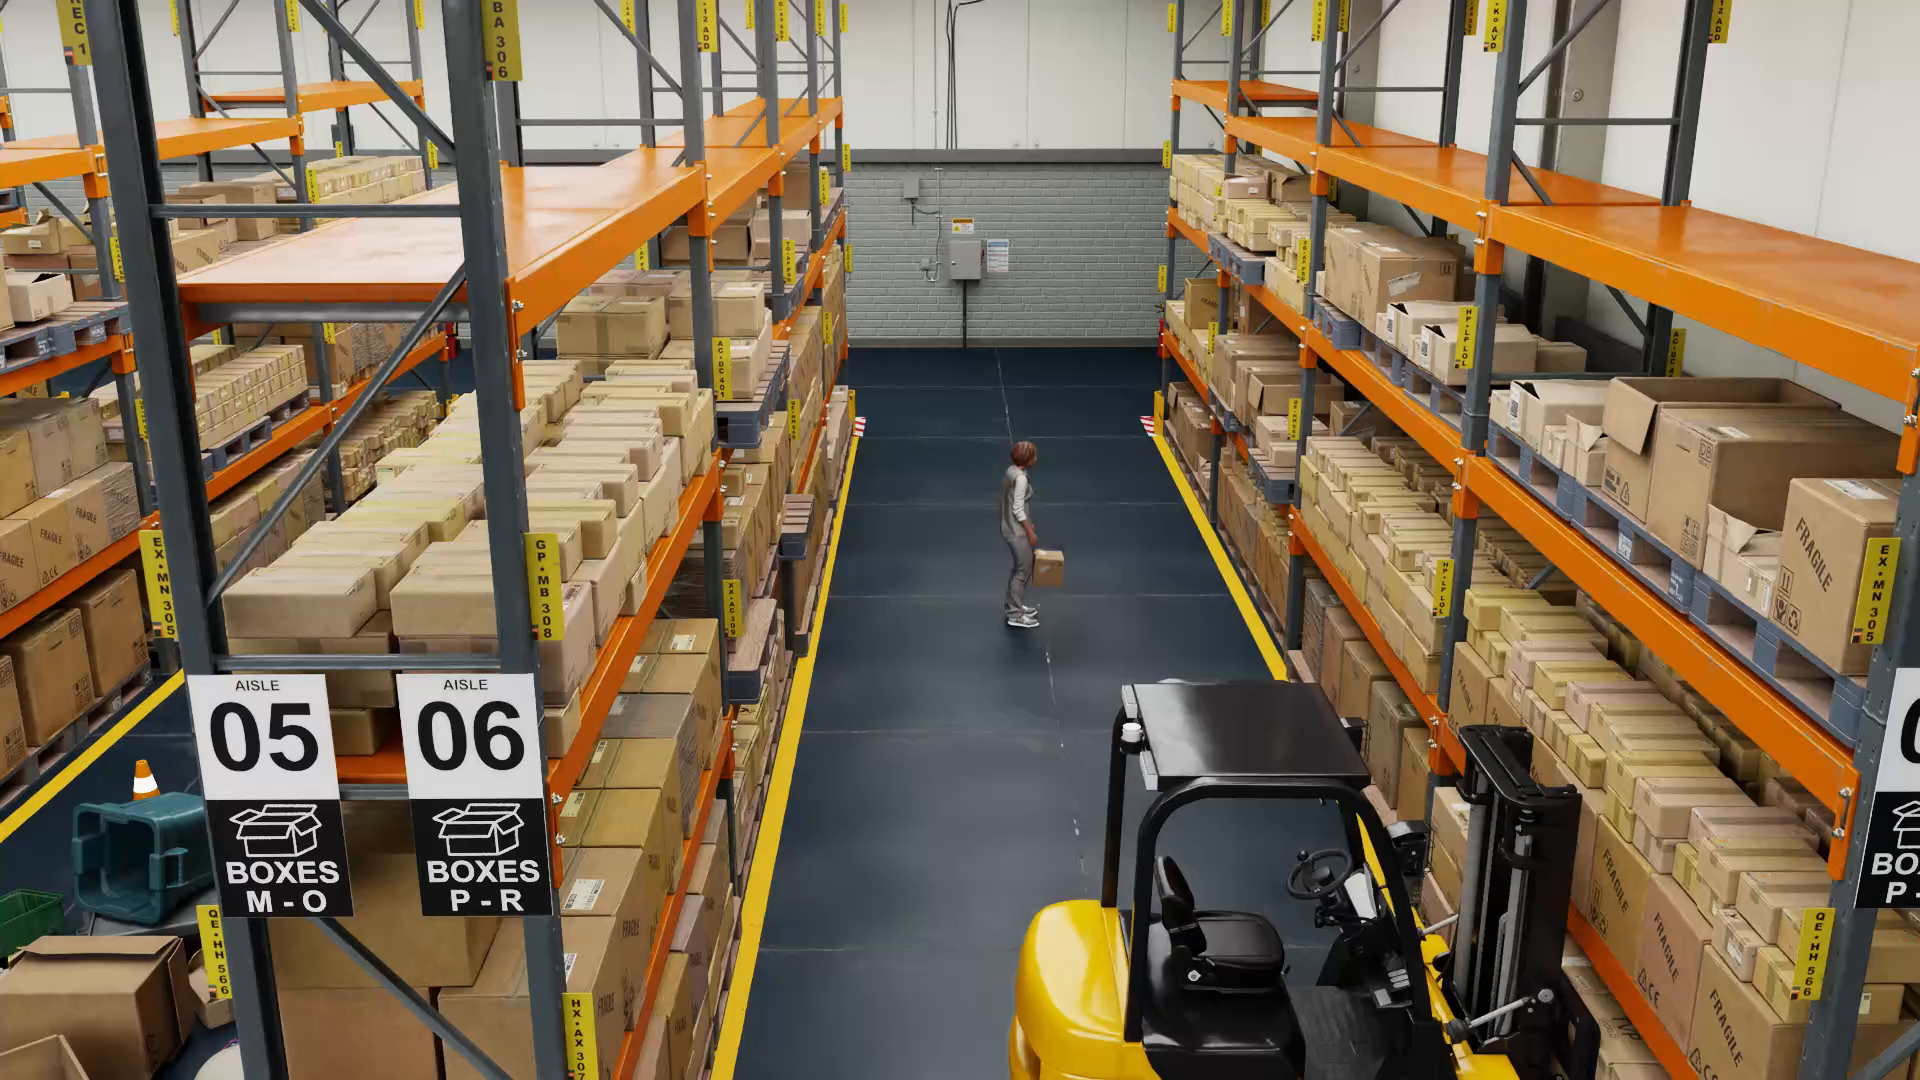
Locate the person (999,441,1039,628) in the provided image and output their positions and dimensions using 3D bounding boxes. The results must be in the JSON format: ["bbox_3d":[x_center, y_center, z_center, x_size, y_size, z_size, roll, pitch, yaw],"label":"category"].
[{"bbox_3d":[0.510,-0.067,14.260,0.341,1.598,0.452,-1,17,-2],"label":"person"}]
